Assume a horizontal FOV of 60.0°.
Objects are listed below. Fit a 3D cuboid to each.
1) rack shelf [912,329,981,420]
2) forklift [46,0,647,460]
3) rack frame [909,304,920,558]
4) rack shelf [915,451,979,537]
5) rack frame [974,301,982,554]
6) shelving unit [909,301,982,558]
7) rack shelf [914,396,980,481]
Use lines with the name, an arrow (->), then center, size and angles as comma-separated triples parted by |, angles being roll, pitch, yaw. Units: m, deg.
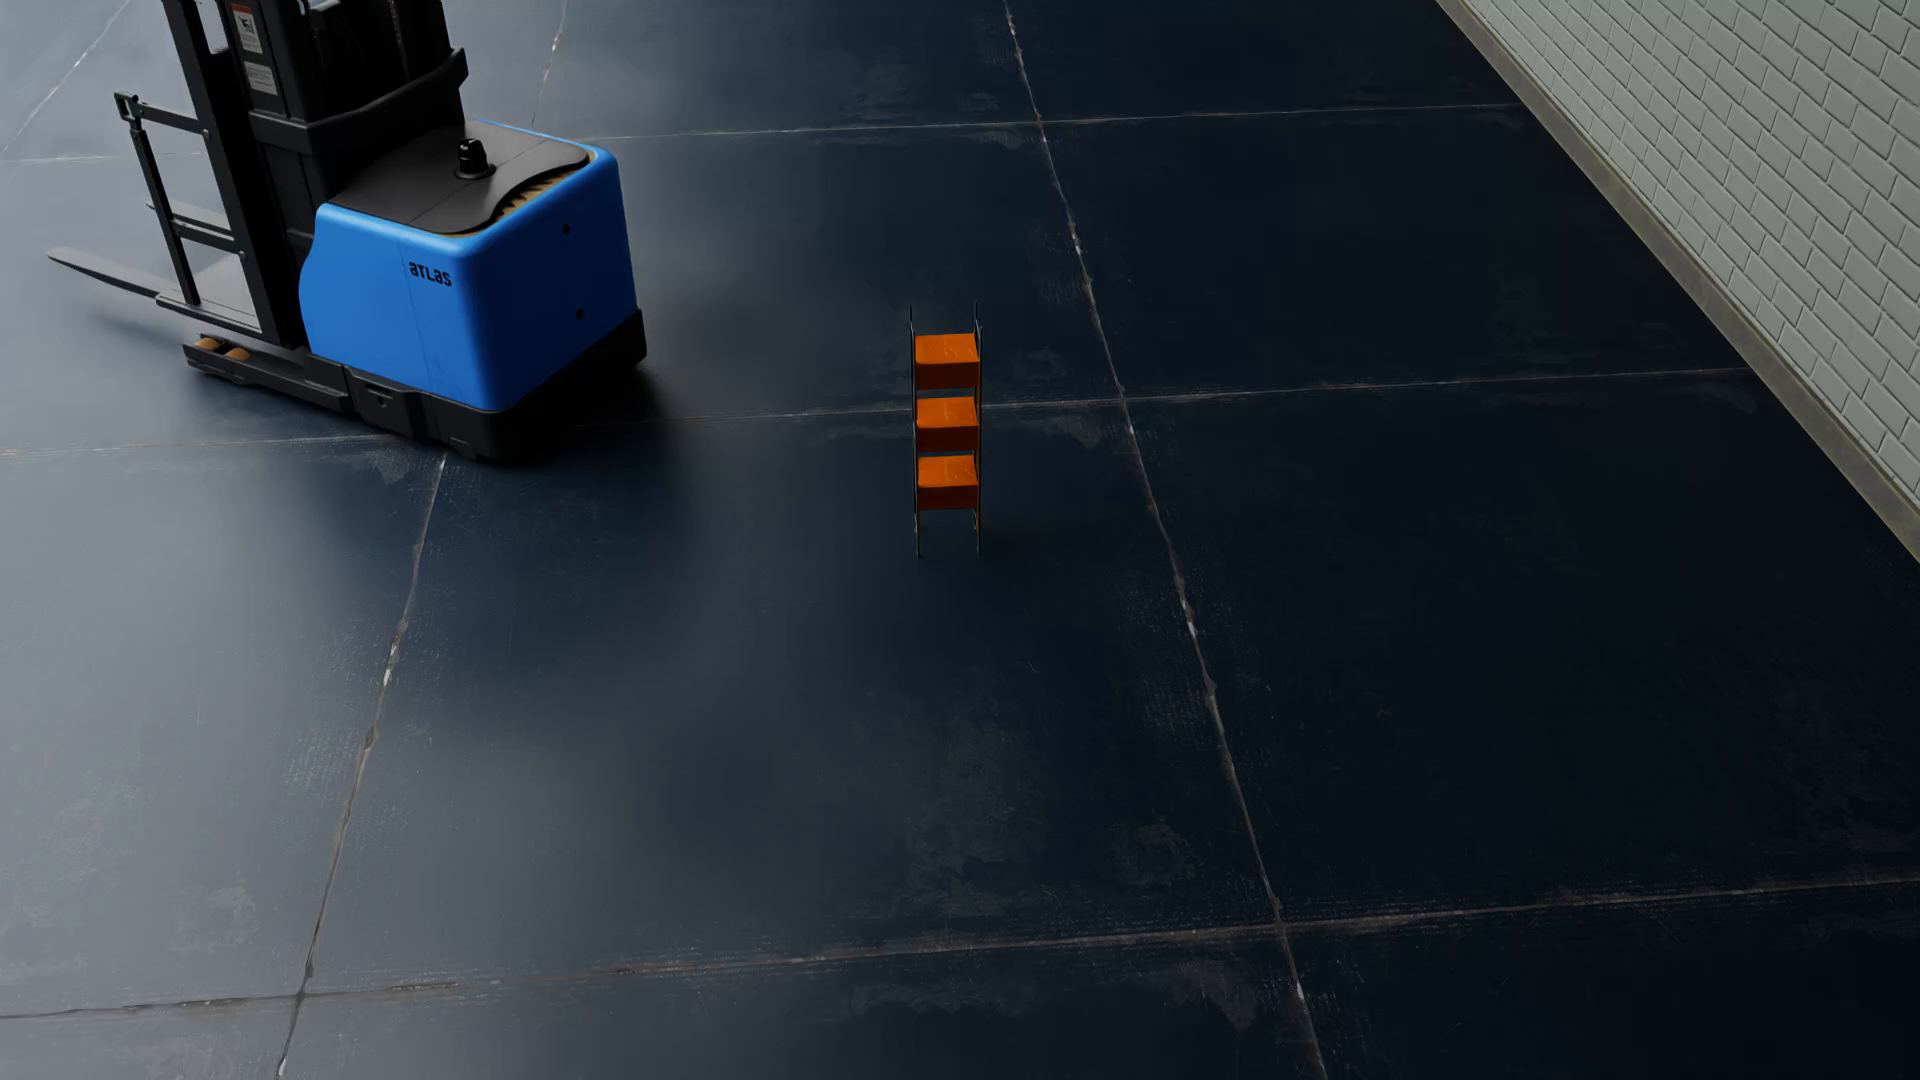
rack shelf -> -0.053, -0.624, 6.252 | 0.240, 0.259, 0.215 | -3, 38, -4
forklift -> -3.003, -2.134, 7.089 | 3.031, 2.935, 1.130 | 18, 42, 21
rack frame -> -0.175, -0.403, 6.413 | 0.008, 1.050, 0.200 | -3, 38, -4
rack shelf -> -0.053, -0.183, 6.600 | 0.240, 0.259, 0.215 | -3, 38, -4
rack frame -> 0.068, -0.416, 6.430 | 0.008, 1.050, 0.200 | -3, 38, -4
shelving unit -> -0.053, -0.409, 6.421 | 0.252, 1.050, 0.215 | -3, 38, -4
rack shelf -> -0.053, -0.401, 6.428 | 0.240, 0.259, 0.215 | -3, 38, -4
